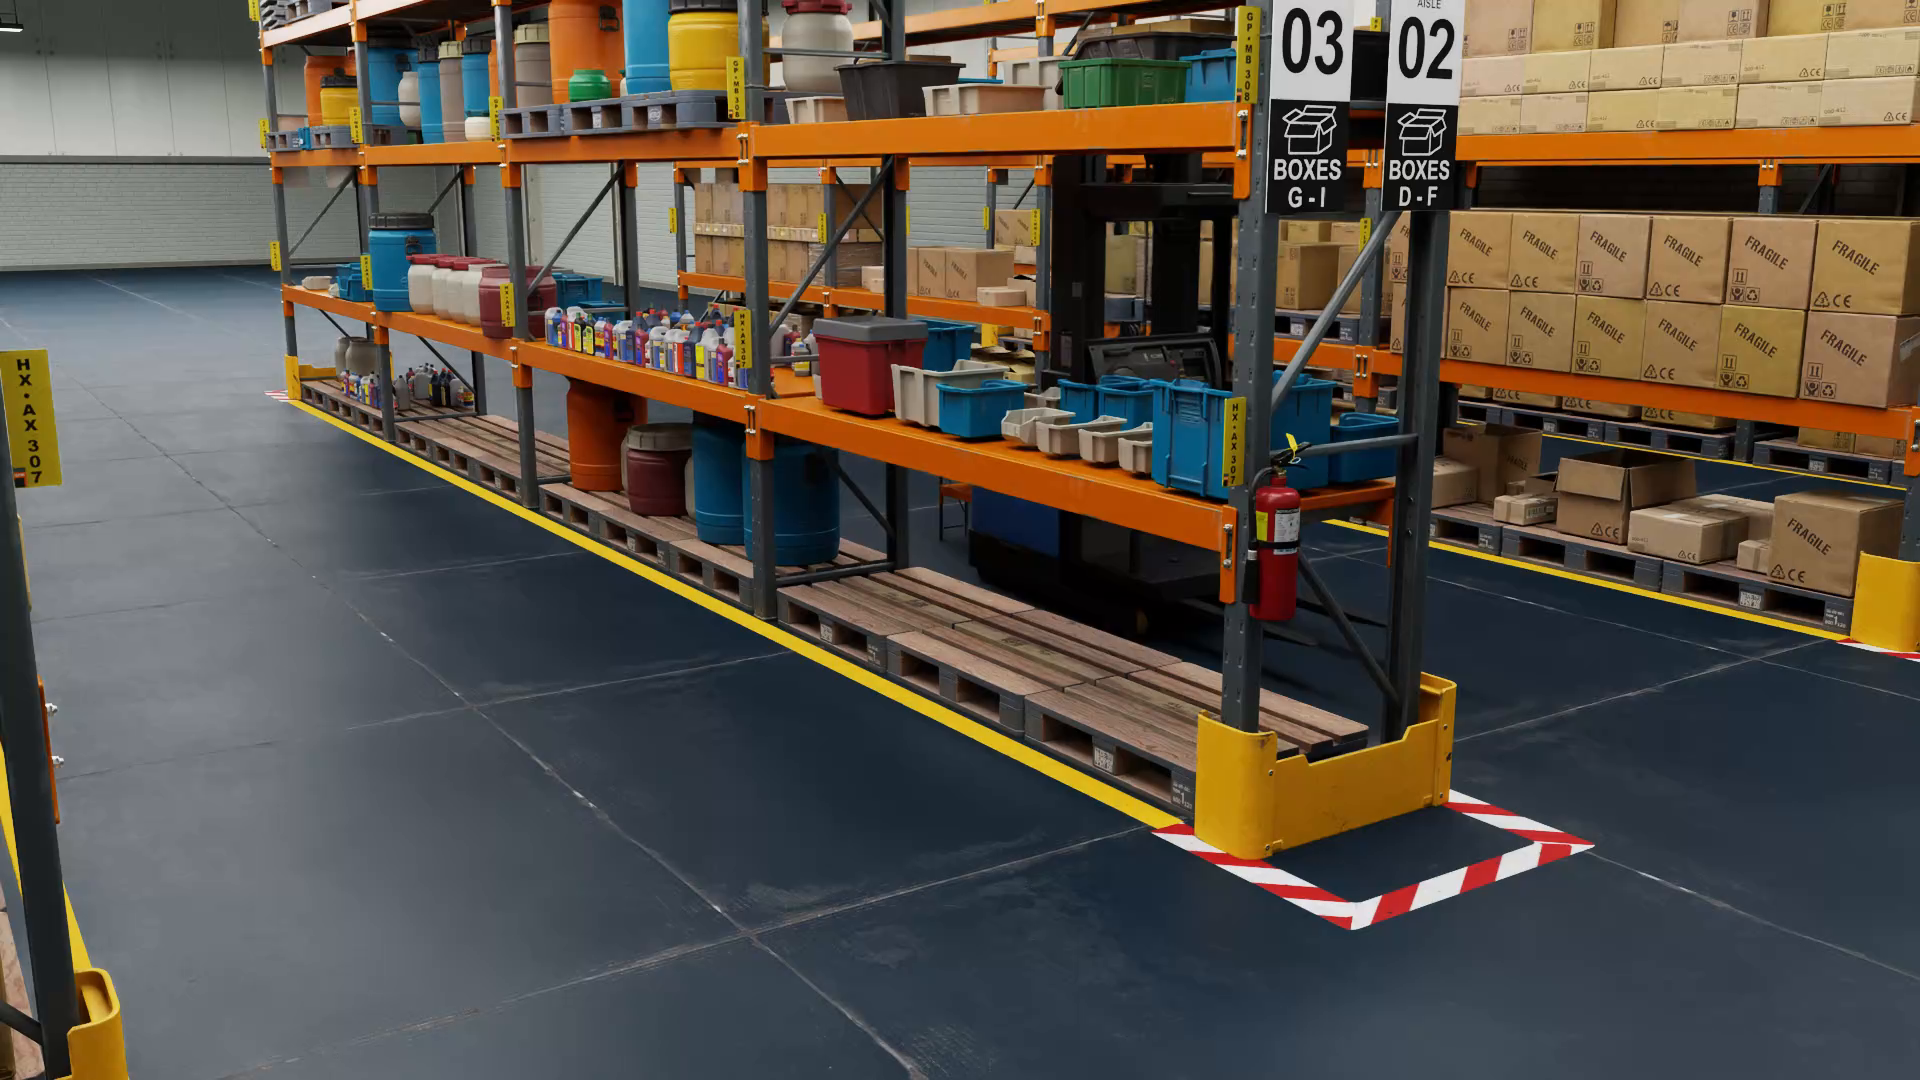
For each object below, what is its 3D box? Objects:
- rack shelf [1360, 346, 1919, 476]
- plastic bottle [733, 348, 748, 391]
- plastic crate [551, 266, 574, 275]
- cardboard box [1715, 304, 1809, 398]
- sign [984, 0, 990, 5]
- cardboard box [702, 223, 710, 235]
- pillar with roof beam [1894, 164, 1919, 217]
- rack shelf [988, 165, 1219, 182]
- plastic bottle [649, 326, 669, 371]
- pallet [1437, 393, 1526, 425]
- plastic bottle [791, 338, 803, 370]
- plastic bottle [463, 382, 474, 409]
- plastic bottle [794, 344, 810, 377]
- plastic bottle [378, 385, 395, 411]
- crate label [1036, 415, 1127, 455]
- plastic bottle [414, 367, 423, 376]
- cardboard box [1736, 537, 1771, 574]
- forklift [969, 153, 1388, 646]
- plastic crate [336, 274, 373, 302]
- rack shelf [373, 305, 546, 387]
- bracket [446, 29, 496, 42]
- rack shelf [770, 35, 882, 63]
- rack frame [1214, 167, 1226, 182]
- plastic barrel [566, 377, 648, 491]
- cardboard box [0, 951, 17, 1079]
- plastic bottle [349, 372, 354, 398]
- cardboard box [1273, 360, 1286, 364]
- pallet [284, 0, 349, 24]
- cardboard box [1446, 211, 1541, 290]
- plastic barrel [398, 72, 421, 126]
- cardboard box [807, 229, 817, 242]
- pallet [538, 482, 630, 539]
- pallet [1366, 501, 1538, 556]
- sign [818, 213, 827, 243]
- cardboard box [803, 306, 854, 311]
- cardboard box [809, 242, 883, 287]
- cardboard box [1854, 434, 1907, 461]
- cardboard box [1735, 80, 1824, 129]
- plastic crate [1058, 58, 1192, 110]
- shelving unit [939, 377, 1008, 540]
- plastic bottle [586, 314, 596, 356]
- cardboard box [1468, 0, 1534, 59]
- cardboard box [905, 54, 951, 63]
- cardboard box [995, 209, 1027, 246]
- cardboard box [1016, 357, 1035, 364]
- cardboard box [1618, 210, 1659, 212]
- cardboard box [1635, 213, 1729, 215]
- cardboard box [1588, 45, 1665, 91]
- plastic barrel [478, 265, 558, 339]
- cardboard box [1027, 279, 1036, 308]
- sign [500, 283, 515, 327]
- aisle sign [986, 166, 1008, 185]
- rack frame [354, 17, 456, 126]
[{"bbox_3d":[4.472,-0.937,10.810,1.077,0.370,4.000,-8,15,-33],"label":"rack shelf"},{"bbox_3d":[-1.249,-1.030,9.841,0.152,0.276,0.135,-8,15,-33],"label":"plastic bottle"},{"bbox_3d":[-3.618,-2.125,14.408,0.402,0.464,0.583,-8,15,-33],"label":"plastic crate"},{"bbox_3d":[4.815,-1.121,9.733,0.500,0.500,0.500,-8,15,-32],"label":"cardboard box"},{"bbox_3d":[0.386,-7.727,23.761,0.100,0.325,0.005,-8,15,-33],"label":"sign"},{"bbox_3d":[-3.098,-4.002,21.390,0.380,0.149,0.250,-9,15,-34],"label":"cardboard box"},{"bbox_3d":[5.010,-4.630,11.972,9.100,9.000,0.400,-8,15,-33],"label":"pillar with roof beam"},{"bbox_3d":[1.946,-5.124,22.933,1.077,0.370,4.000,-8,15,-33],"label":"rack shelf"},{"bbox_3d":[-1.934,-1.250,10.846,0.152,0.276,0.135,-8,15,-33],"label":"plastic bottle"},{"bbox_3d":[5.644,-1.431,17.913,1.003,0.211,1.213,-8,15,-33],"label":"pallet"},{"bbox_3d":[-1.053,-1.213,10.851,0.097,0.201,0.097,0,12,0],"label":"plastic bottle"},{"bbox_3d":[-5.005,-1.472,16.929,0.097,0.271,0.097,0,12,0],"label":"plastic bottle"},{"bbox_3d":[-0.997,-1.136,10.501,0.097,0.201,0.097,0,12,0],"label":"plastic bottle"},{"bbox_3d":[-5.791,-1.483,16.792,0.144,0.351,0.185,-9,15,-34],"label":"plastic bottle"},{"bbox_3d":[0.529,-0.471,7.473,0.396,0.136,0.243,-8,15,-33],"label":"crate label"},{"bbox_3d":[-5.911,-1.754,18.209,0.152,0.276,0.135,-8,15,-32],"label":"plastic bottle"},{"bbox_3d":[4.925,0.086,10.049,0.380,0.166,0.250,-8,15,-33],"label":"cardboard box"},{"bbox_3d":[1.259,-0.996,9.556,1.130,2.935,3.031,-8,14,-31],"label":"forklift"},{"bbox_3d":[-6.033,-2.574,16.957,0.499,0.251,0.616,-8,15,-33],"label":"plastic crate"},{"bbox_3d":[-4.086,-1.774,14.638,1.077,0.370,4.000,-8,15,-33],"label":"rack shelf"},{"bbox_3d":[-13.314,-13.794,45.450,0.076,0.066,4.783,-8,15,-33],"label":"bracket"},{"bbox_3d":[-2.176,-5.807,19.971,1.077,0.370,4.000,-8,15,-33],"label":"rack shelf"},{"bbox_3d":[3.054,-3.654,21.550,1.000,3.000,0.127,-8,15,-33],"label":"rack frame"},{"bbox_3d":[-2.692,-0.830,12.733,0.600,0.830,0.708,-8,15,-33],"label":"plastic barrel"},{"bbox_3d":[-3.090,0.967,4.407,0.875,0.875,0.875,-8,15,-33],"label":"cardboard box"},{"bbox_3d":[-6.475,-1.655,17.764,0.097,0.271,0.097,0,12,0],"label":"plastic bottle"},{"bbox_3d":[4.052,-2.338,20.351,0.700,0.500,0.500,-8,15,-32],"label":"cardboard box"},{"bbox_3d":[-6.354,-5.485,17.259,1.003,0.211,1.213,-8,15,-33],"label":"pallet"},{"bbox_3d":[3.677,-1.973,11.288,0.500,0.500,0.500,-9,15,-35],"label":"cardboard box"},{"bbox_3d":[-5.269,-4.307,16.267,0.421,0.512,0.421,0,12,0],"label":"plastic barrel"},{"bbox_3d":[-1.532,-3.500,19.093,0.380,0.149,0.250,-8,15,-34],"label":"cardboard box"},{"bbox_3d":[-2.506,-0.273,12.614,1.003,0.211,1.213,-8,15,-33],"label":"pallet"},{"bbox_3d":[3.744,-0.160,12.099,1.003,0.211,1.213,-8,15,-33],"label":"pallet"},{"bbox_3d":[-1.529,-3.463,18.463,0.100,0.325,0.005,-8,15,-33],"label":"sign"},{"bbox_3d":[-1.619,-2.593,20.395,0.500,0.500,0.500,-8,15,-33],"label":"cardboard box"},{"bbox_3d":[-1.319,-3.194,19.213,0.700,0.500,0.500,-9,15,-34],"label":"cardboard box"},{"bbox_3d":[8.091,-0.981,14.192,0.700,0.500,0.500,-8,15,-33],"label":"cardboard box"},{"bbox_3d":[4.808,-2.475,9.490,0.500,0.250,0.500,-8,15,-33],"label":"cardboard box"},{"bbox_3d":[0.671,-1.851,6.779,0.450,0.188,0.336,-8,15,-33],"label":"plastic crate"},{"bbox_3d":[0.092,-0.557,11.599,0.258,1.200,0.503,-8,15,-33],"label":"shelving unit"},{"bbox_3d":[-2.587,-1.445,11.723,0.061,0.283,0.133,-8,15,-33],"label":"plastic bottle"},{"bbox_3d":[3.824,-3.459,11.064,0.700,0.500,0.500,-8,15,-33],"label":"cardboard box"},{"bbox_3d":[-0.424,-4.818,17.463,0.500,0.500,0.500,-6,14,-27],"label":"cardboard box"},{"bbox_3d":[0.852,-4.548,24.186,0.500,0.500,0.500,-8,15,-33],"label":"cardboard box"},{"bbox_3d":[0.804,-1.712,16.809,0.500,0.311,0.500,-9,15,-34],"label":"cardboard box"},{"bbox_3d":[6.456,-3.037,15.997,0.500,0.250,0.500,-8,15,-32],"label":"cardboard box"},{"bbox_3d":[4.703,-1.852,10.736,0.500,0.500,0.500,-8,15,-33],"label":"cardboard box"},{"bbox_3d":[4.250,-2.897,10.247,0.500,0.250,0.500,-8,15,-33],"label":"cardboard box"},{"bbox_3d":[-3.487,-1.883,13.134,0.600,0.536,0.708,-8,15,-33],"label":"plastic barrel"},{"bbox_3d":[0.983,-2.382,15.942,0.500,0.311,0.500,-7,14,-29],"label":"cardboard box"},{"bbox_3d":[-3.432,-1.783,12.614,0.100,0.325,0.005,-8,15,-33],"label":"sign"},{"bbox_3d":[0.548,-5.613,24.422,0.394,0.787,0.004,-8,15,-33],"label":"aisle sign"},{"bbox_3d":[-5.194,-5.412,15.547,1.000,3.000,0.127,-8,15,-33],"label":"rack frame"}]
